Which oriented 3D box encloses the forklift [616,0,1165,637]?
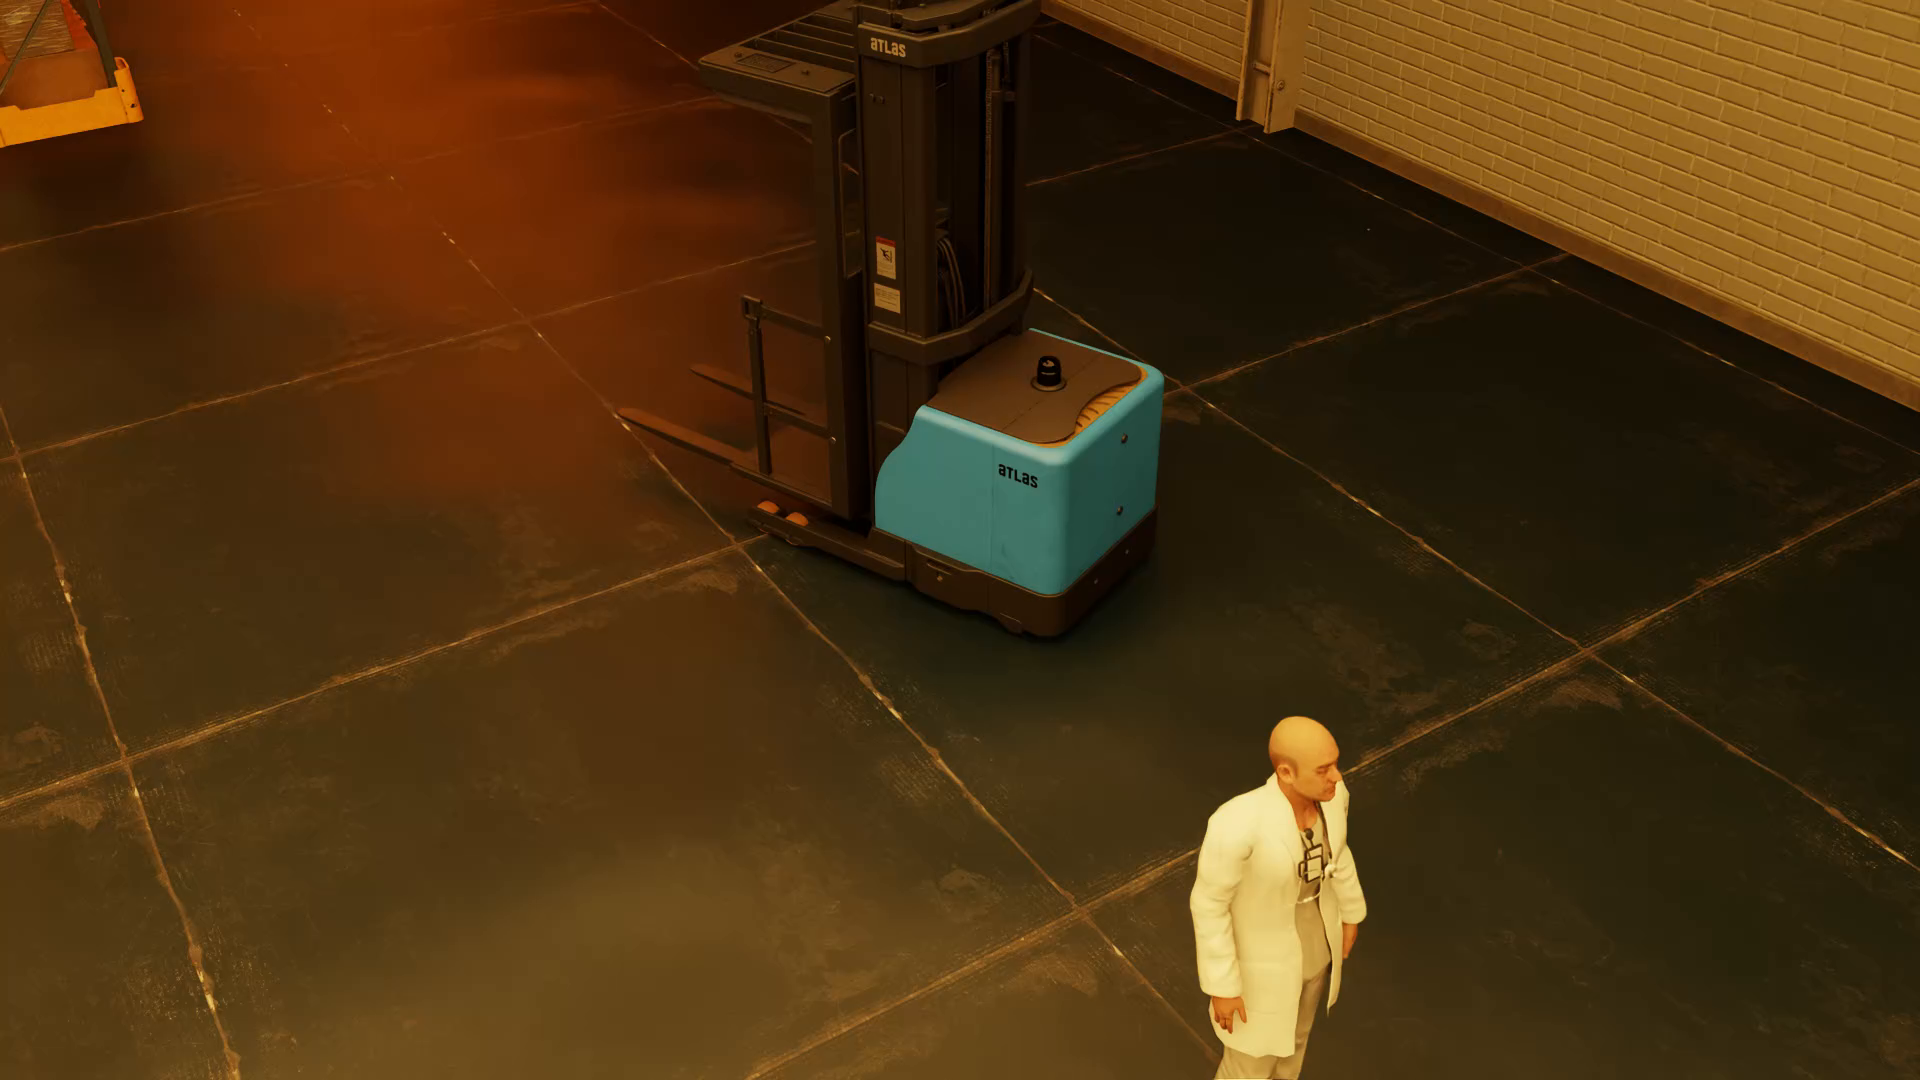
[{"bbox_3d":[-0.500,-1.399,8.138,3.031,2.935,1.130,22,41,28],"label":"forklift"}]

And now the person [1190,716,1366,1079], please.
[{"bbox_3d":[1.069,1.351,5.219,0.693,1.779,0.575,-24,41,-30],"label":"person"}]
